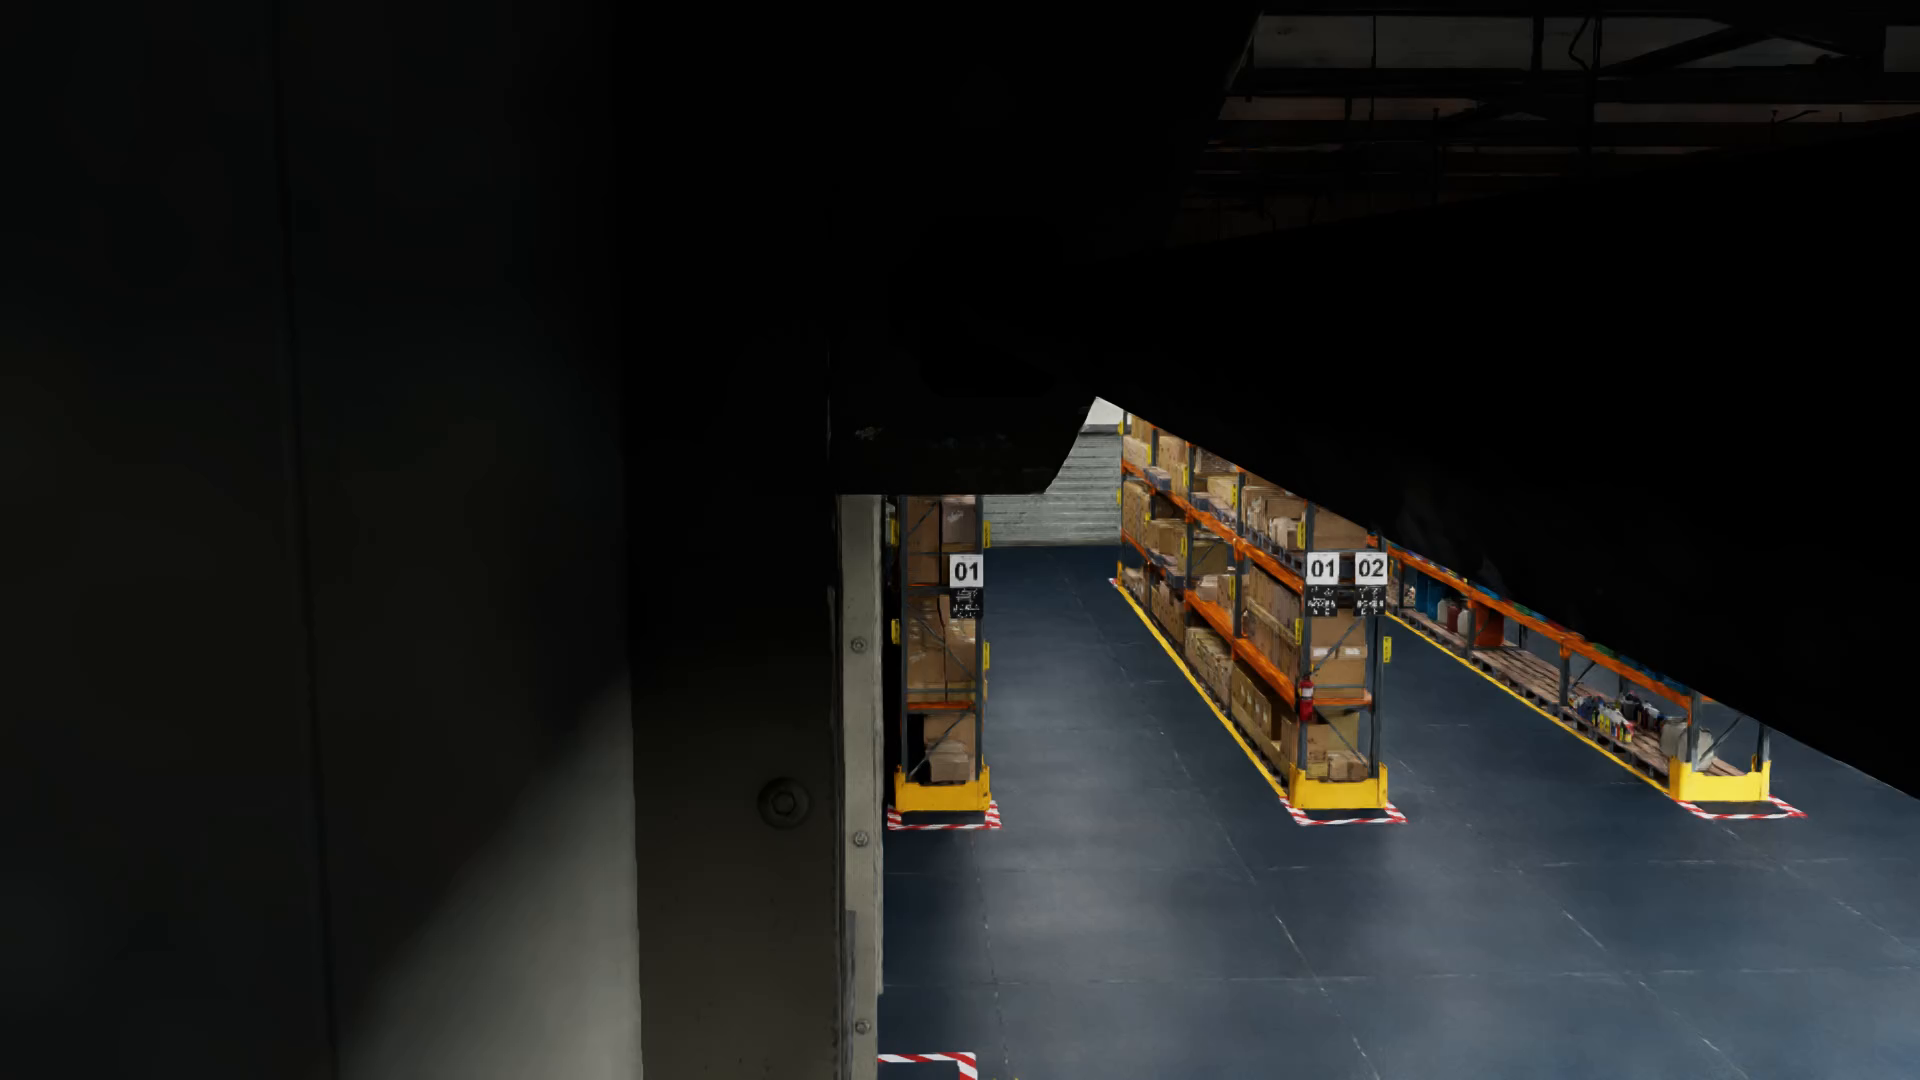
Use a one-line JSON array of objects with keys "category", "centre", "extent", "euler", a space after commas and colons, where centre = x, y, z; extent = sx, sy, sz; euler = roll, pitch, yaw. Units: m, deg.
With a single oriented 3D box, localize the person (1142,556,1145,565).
[{"category": "person", "centre": [4.608, -0.221, 38.711], "extent": [0.704, 1.701, 0.828], "euler": [-3, 9, -21]}]
